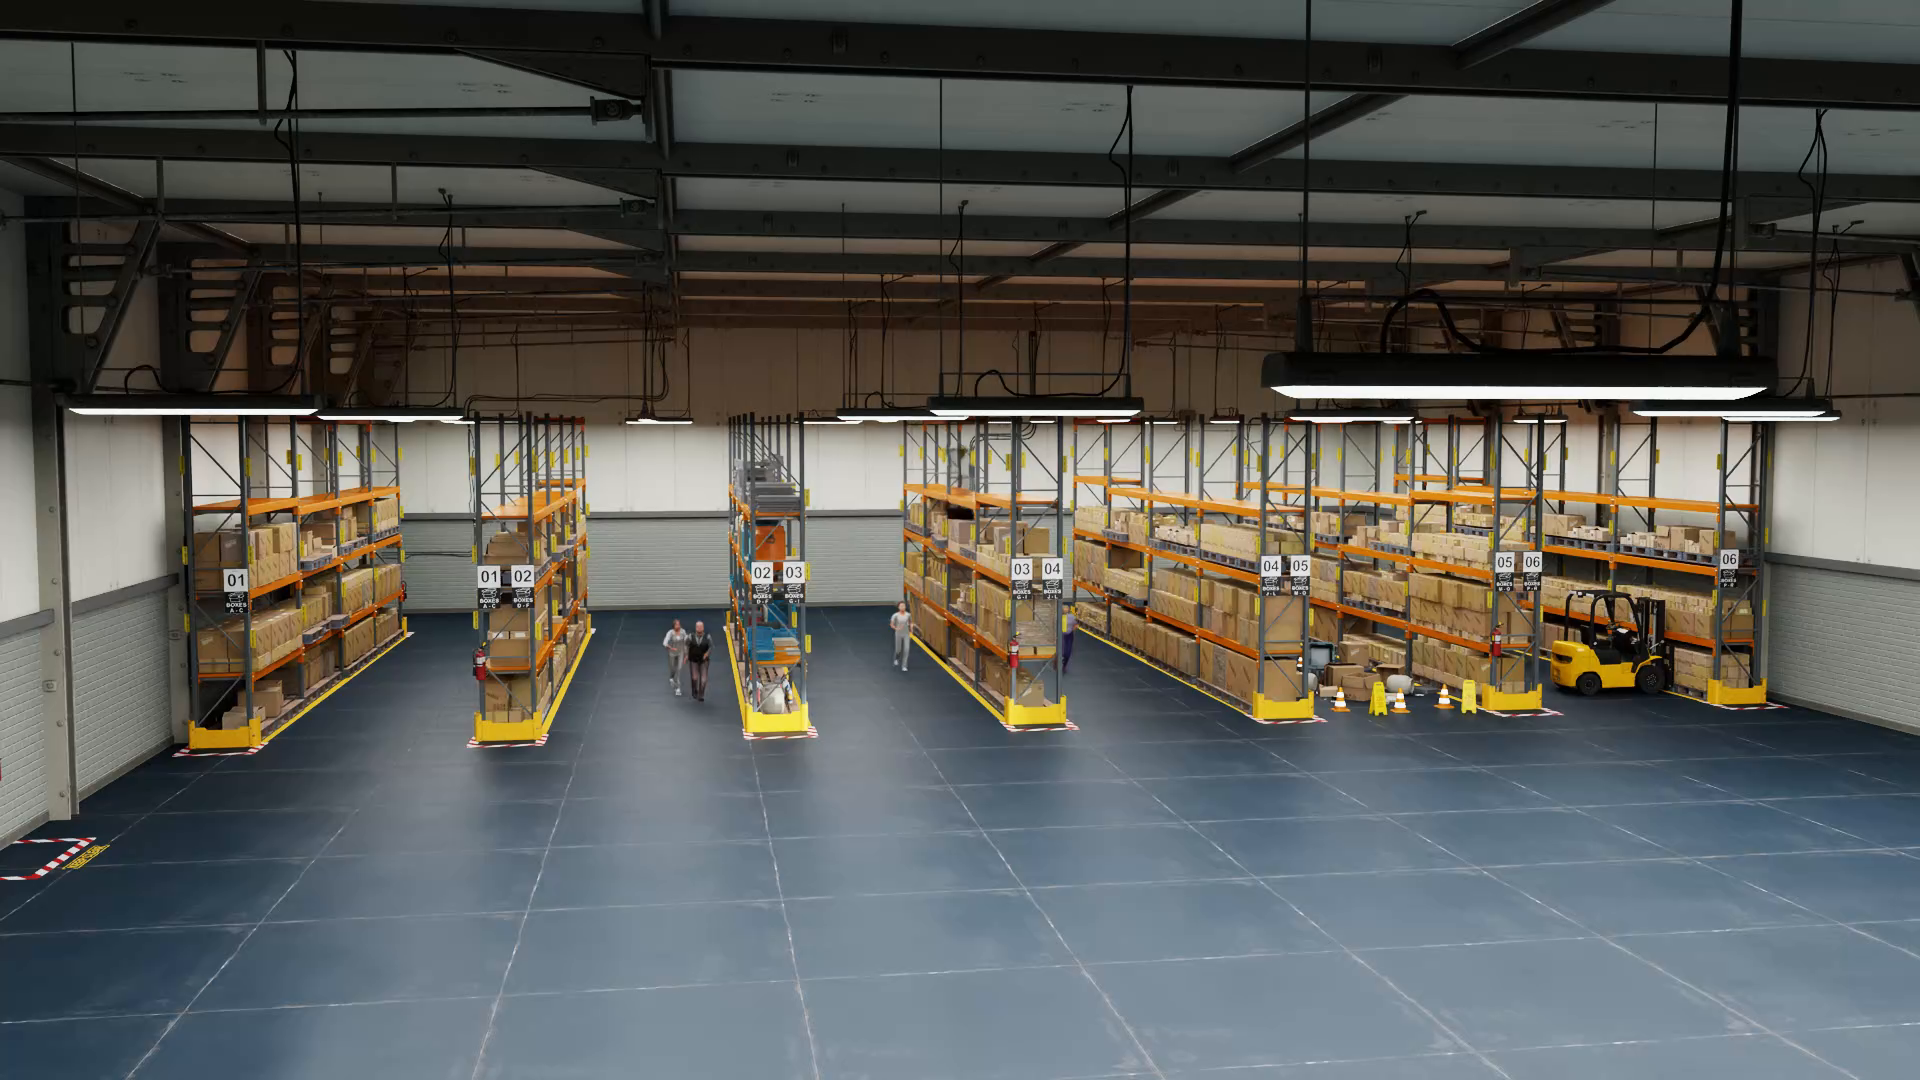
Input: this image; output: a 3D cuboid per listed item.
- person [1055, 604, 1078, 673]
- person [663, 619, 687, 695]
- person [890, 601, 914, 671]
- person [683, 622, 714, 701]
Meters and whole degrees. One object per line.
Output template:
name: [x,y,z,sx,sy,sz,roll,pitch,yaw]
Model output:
person: [2.460,2.289,38.611,0.586,1.613,0.583,-1,4,-12]
person: [-6.120,2.505,35.843,0.564,1.567,0.921,-2,4,-22]
person: [-1.351,2.250,39.081,0.574,1.628,0.758,-1,4,-14]
person: [-5.421,2.530,34.520,0.643,1.670,0.666,-1,4,-10]
